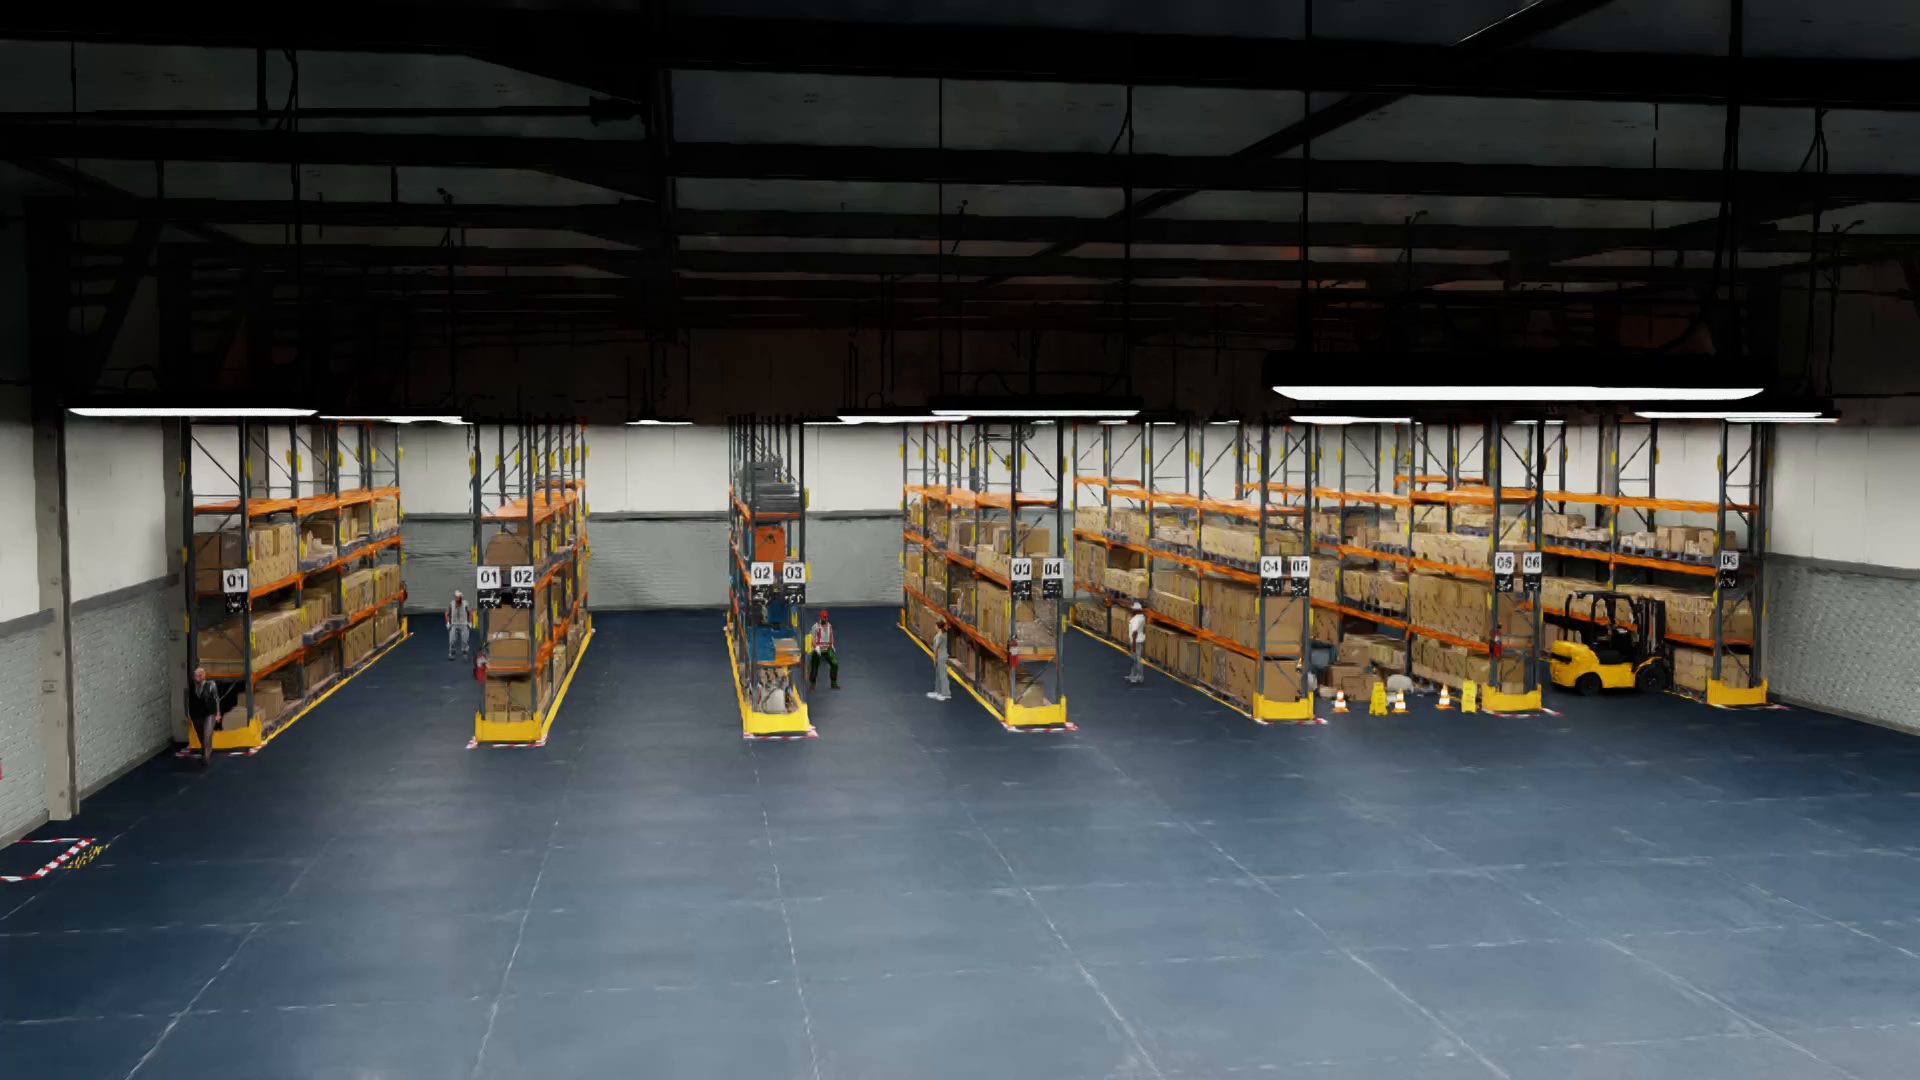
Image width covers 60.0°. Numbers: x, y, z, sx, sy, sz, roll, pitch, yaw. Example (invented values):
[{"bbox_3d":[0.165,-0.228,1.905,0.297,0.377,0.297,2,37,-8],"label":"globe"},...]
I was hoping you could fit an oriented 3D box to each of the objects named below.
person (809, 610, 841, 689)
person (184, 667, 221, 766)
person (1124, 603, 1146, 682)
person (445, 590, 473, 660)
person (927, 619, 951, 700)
[{"bbox_3d":[-2.982,2.389,36.174,0.672,1.743,0.718,-2,5,-31],"label":"person"},{"bbox_3d":[-12.891,2.968,28.242,0.543,1.648,1.115,0,4,-7],"label":"person"},{"bbox_3d":[3.924,2.281,37.375,0.502,1.758,0.624,2,4,21],"label":"person"},{"bbox_3d":[-12.271,2.092,40.734,0.677,1.742,0.552,-1,4,-11],"label":"person"},{"bbox_3d":[-0.440,2.495,34.978,0.575,1.665,0.577,1,4,15],"label":"person"}]
